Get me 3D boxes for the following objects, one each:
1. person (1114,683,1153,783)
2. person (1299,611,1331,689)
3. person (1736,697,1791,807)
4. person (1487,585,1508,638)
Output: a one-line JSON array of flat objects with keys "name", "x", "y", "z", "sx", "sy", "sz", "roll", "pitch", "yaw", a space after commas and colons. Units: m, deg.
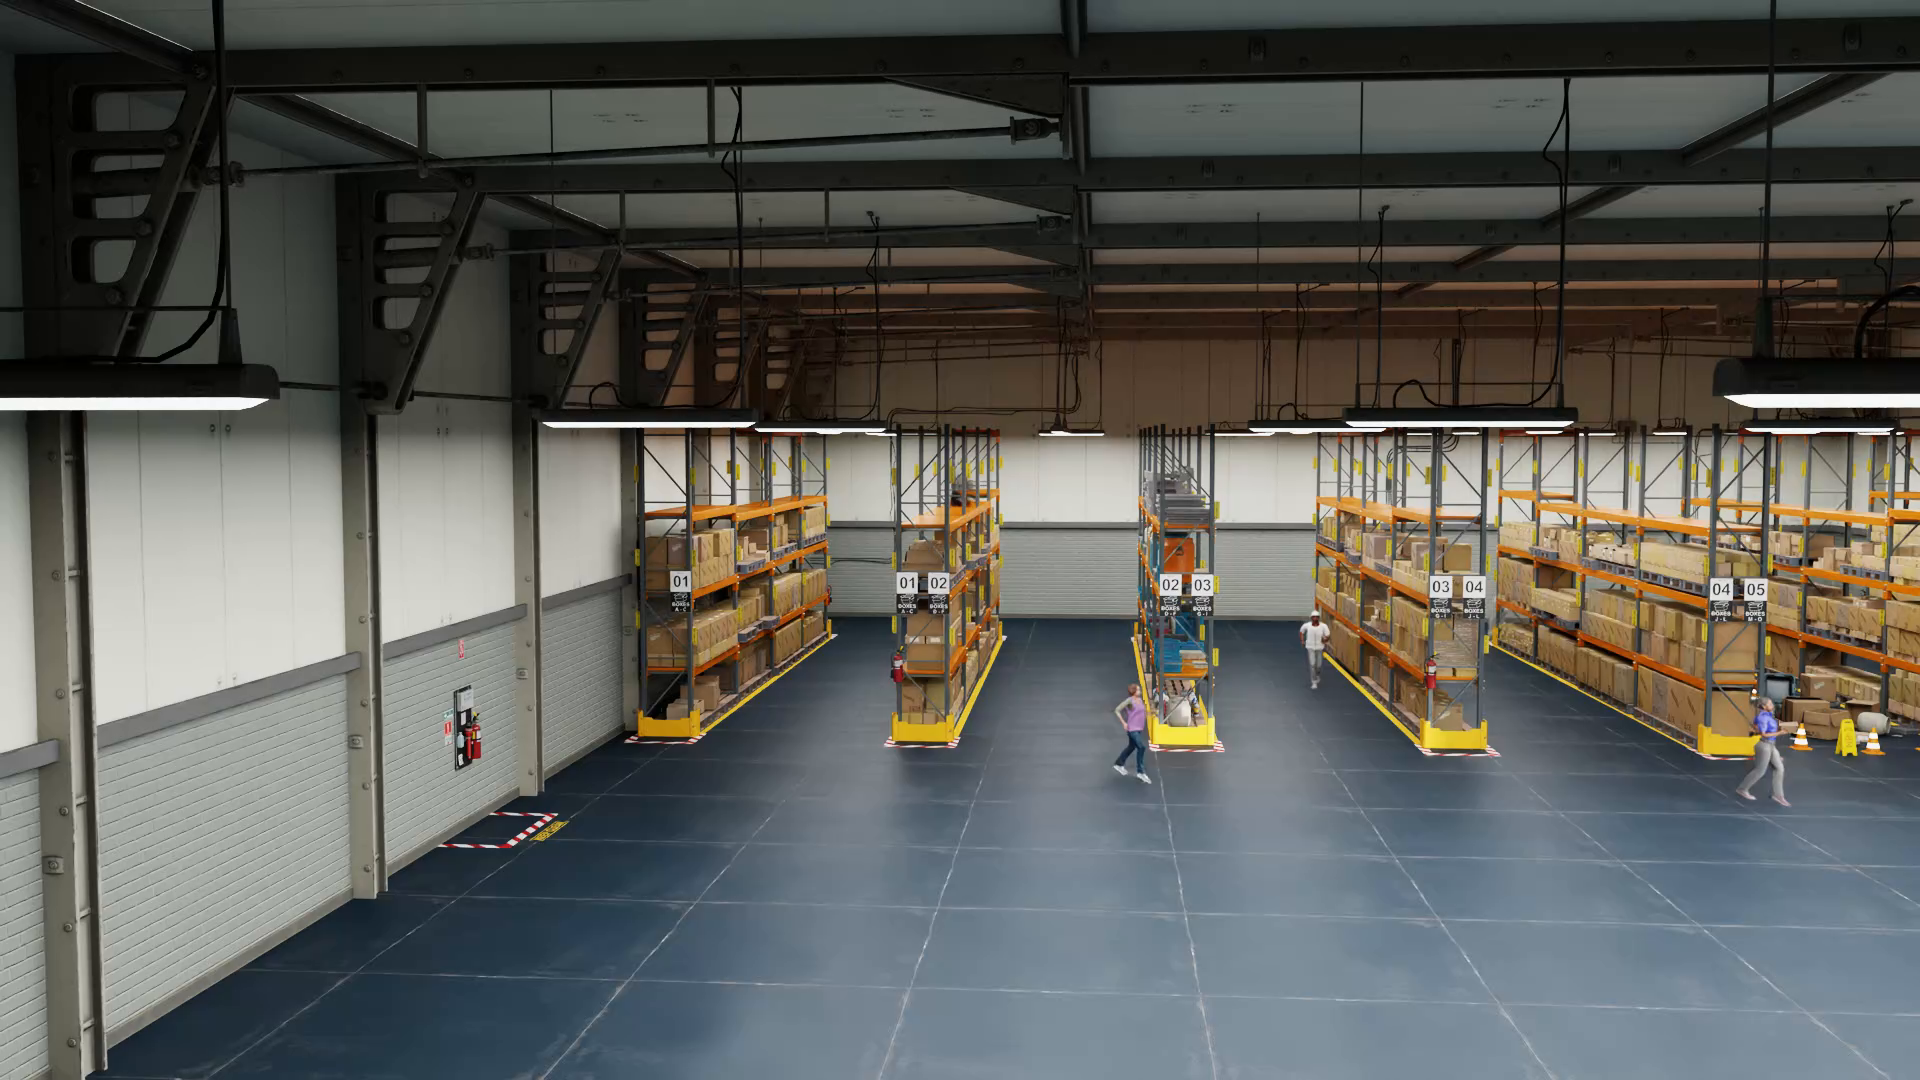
[{"name": "person", "x": 2.899, "y": 3.212, "z": 27.865, "sx": 0.759, "sy": 1.632, "sz": 0.516, "roll": 2, "pitch": 4, "yaw": 33}, {"name": "person", "x": 8.171, "y": 2.508, "z": 38.296, "sx": 0.694, "sy": 1.769, "sz": 0.827, "roll": 0, "pitch": 4, "yaw": 7}, {"name": "person", "x": 12.587, "y": 3.300, "z": 26.012, "sx": 0.772, "sy": 1.701, "sz": 0.566, "roll": 3, "pitch": 5, "yaw": 41}, {"name": "person", "x": 15.432, "y": 2.024, "z": 47.428, "sx": 0.865, "sy": 1.636, "sz": 0.636, "roll": 0, "pitch": 3, "yaw": -5}]
